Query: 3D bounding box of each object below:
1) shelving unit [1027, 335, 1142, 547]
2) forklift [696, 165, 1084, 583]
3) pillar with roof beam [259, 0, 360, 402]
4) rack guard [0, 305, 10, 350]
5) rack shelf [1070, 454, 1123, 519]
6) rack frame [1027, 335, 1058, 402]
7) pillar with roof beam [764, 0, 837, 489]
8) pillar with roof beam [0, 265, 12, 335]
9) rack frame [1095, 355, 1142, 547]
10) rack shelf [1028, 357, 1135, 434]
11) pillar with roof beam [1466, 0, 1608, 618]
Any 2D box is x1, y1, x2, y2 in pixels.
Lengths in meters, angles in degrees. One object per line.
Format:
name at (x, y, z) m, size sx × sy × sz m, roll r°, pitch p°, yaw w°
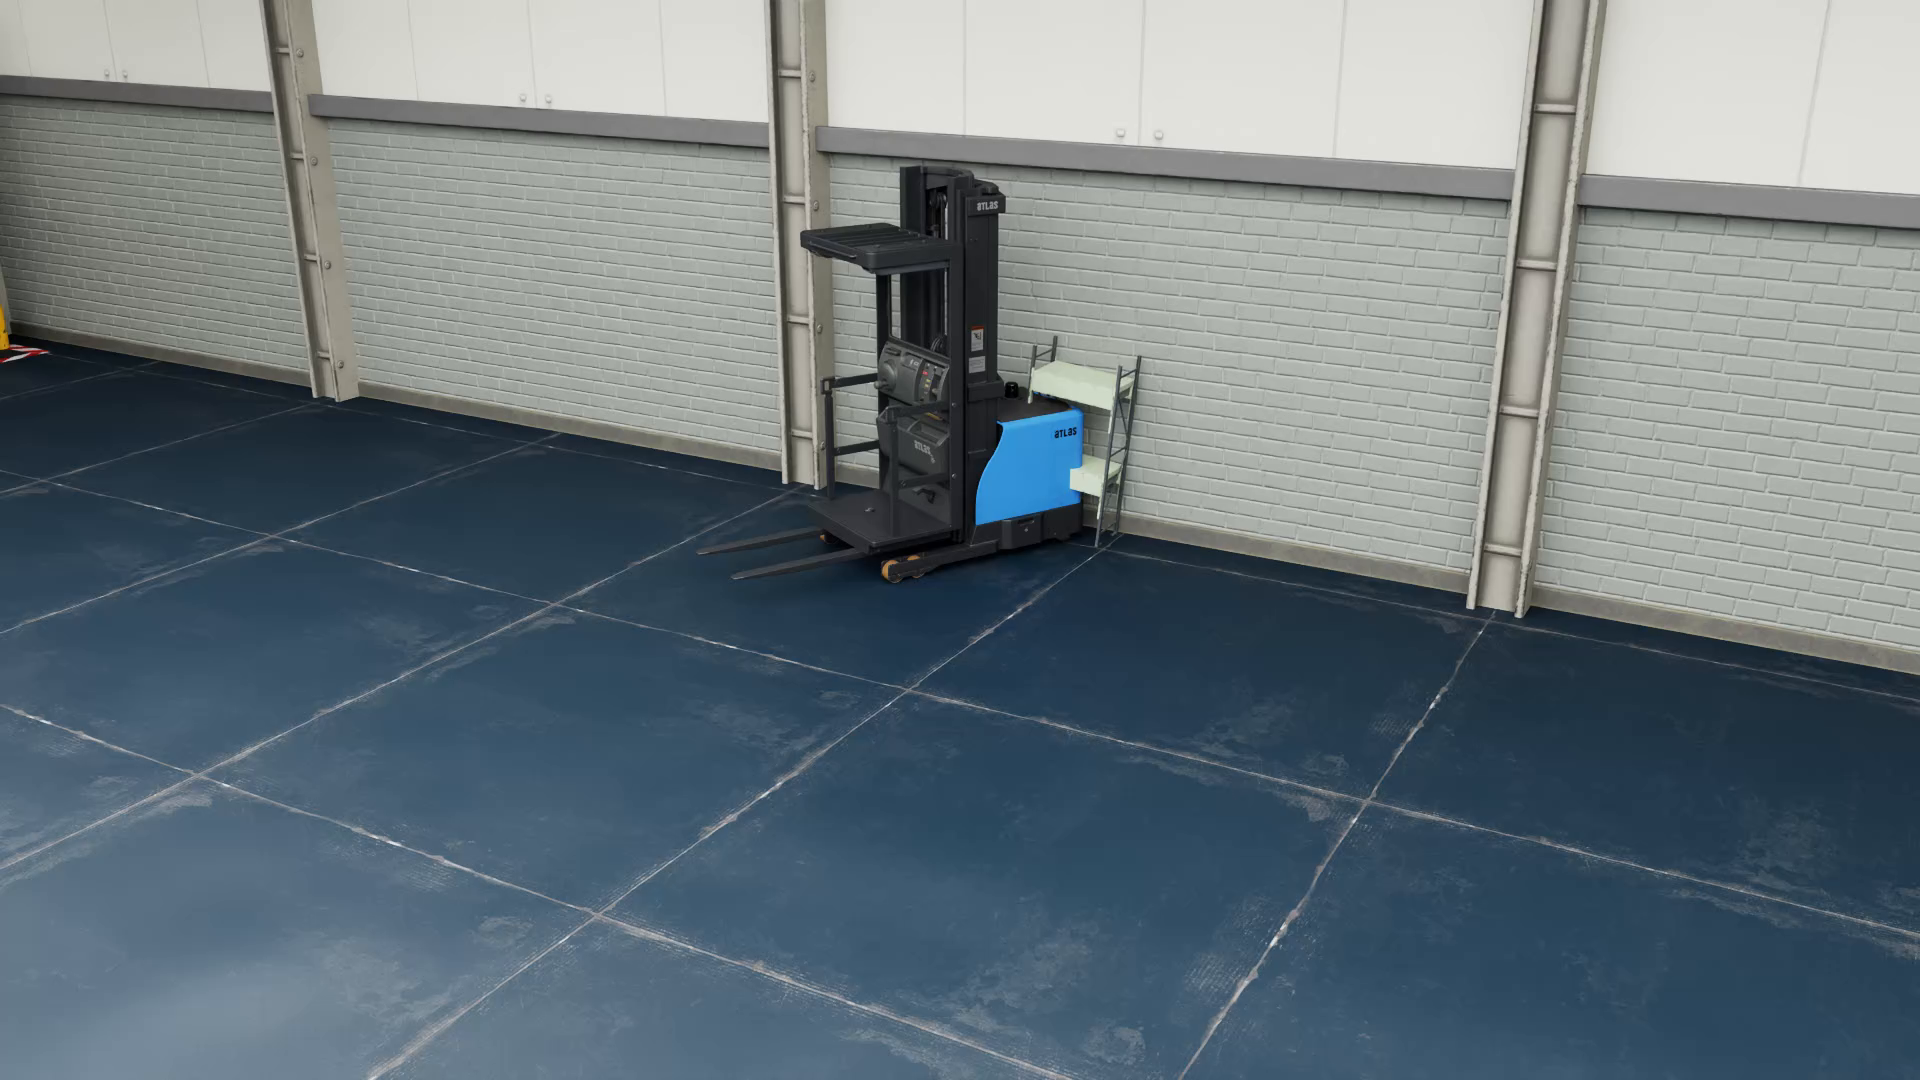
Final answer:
shelving unit at (0.925, -0.787, 13.239) m, size 0.755 × 1.500 × 0.431 m, roll 17°, pitch 25°, yaw 25°
forklift at (-0.530, -1.262, 12.546) m, size 3.031 × 2.935 × 1.130 m, roll -12°, pitch 23°, yaw -31°
pillar with roof beam at (-8.672, -4.467, 12.483) m, size 0.400 × 9.000 × 9.100 m, roll 11°, pitch 23°, yaw 27°
rack guard at (-11.621, -2.363, 19.147) m, size 0.348 × 0.500 × 1.175 m, roll 11°, pitch 23°, yaw 27°
rack shelf at (0.896, -0.488, 13.365) m, size 0.720 × 0.370 × 0.431 m, roll 17°, pitch 25°, yaw 25°
rack frame at (0.607, -0.883, 13.393) m, size 0.023 × 1.500 × 0.400 m, roll 17°, pitch 25°, yaw 25°
pillar with roof beam at (-3.434, -3.469, 9.733) m, size 0.400 × 9.000 × 9.100 m, roll 11°, pitch 23°, yaw 27°
pillar with roof beam at (-13.910, -5.465, 15.234) m, size 0.400 × 9.000 × 9.100 m, roll 11°, pitch 23°, yaw 27°
rack frame at (1.243, -0.692, 13.084) m, size 0.023 × 1.500 × 0.400 m, roll 17°, pitch 25°, yaw 25°
rack shelf at (0.960, -1.146, 13.088) m, size 0.720 × 0.370 × 0.431 m, roll 17°, pitch 25°, yaw 25°
pillar with roof beam at (1.804, -2.471, 6.982) m, size 0.400 × 9.000 × 9.100 m, roll 11°, pitch 23°, yaw 27°
